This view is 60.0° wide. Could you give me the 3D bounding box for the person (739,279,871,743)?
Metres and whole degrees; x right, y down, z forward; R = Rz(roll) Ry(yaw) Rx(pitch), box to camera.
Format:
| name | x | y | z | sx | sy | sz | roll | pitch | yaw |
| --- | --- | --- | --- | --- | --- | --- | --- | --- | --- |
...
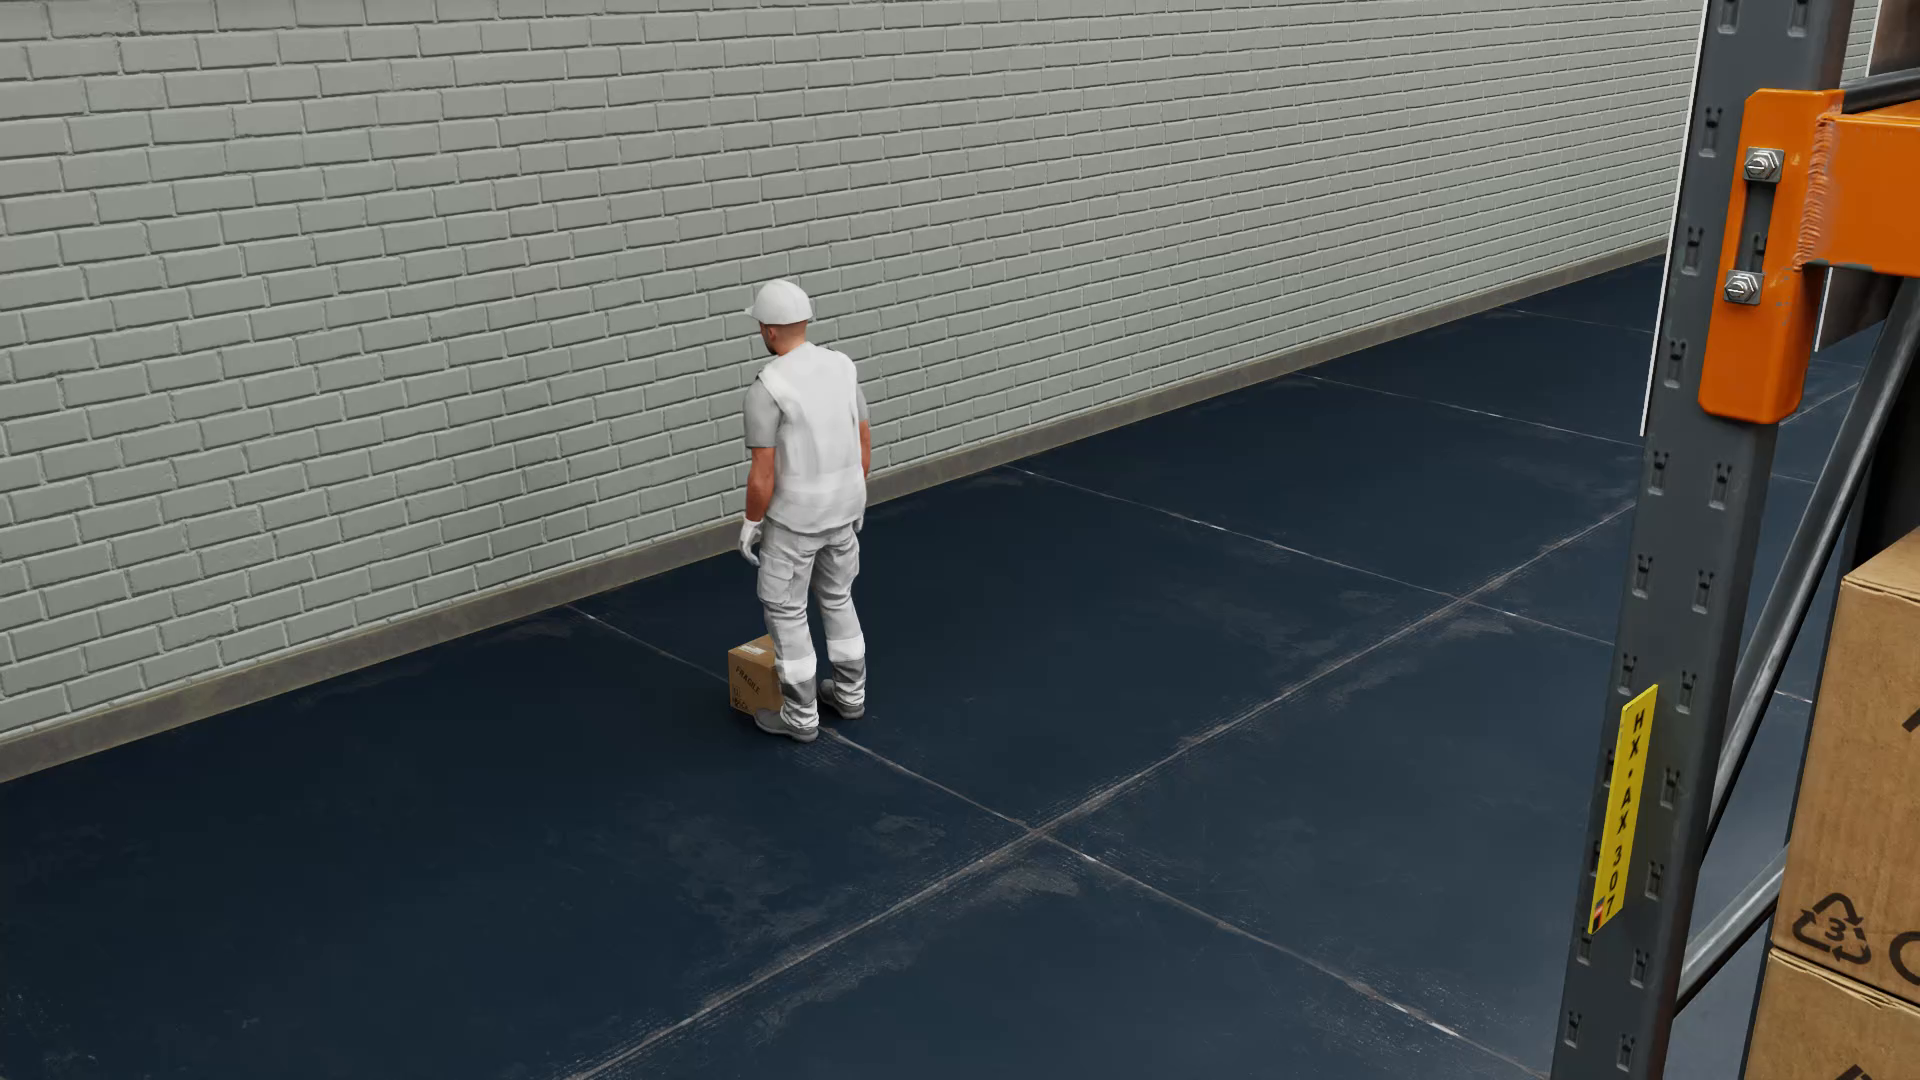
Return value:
| name | x | y | z | sx | sy | sz | roll | pitch | yaw |
| --- | --- | --- | --- | --- | --- | --- | --- | --- | --- |
| person | -0.592 | -0.103 | 6.333 | 0.453 | 1.778 | 0.605 | 19 | 27 | 41 |
